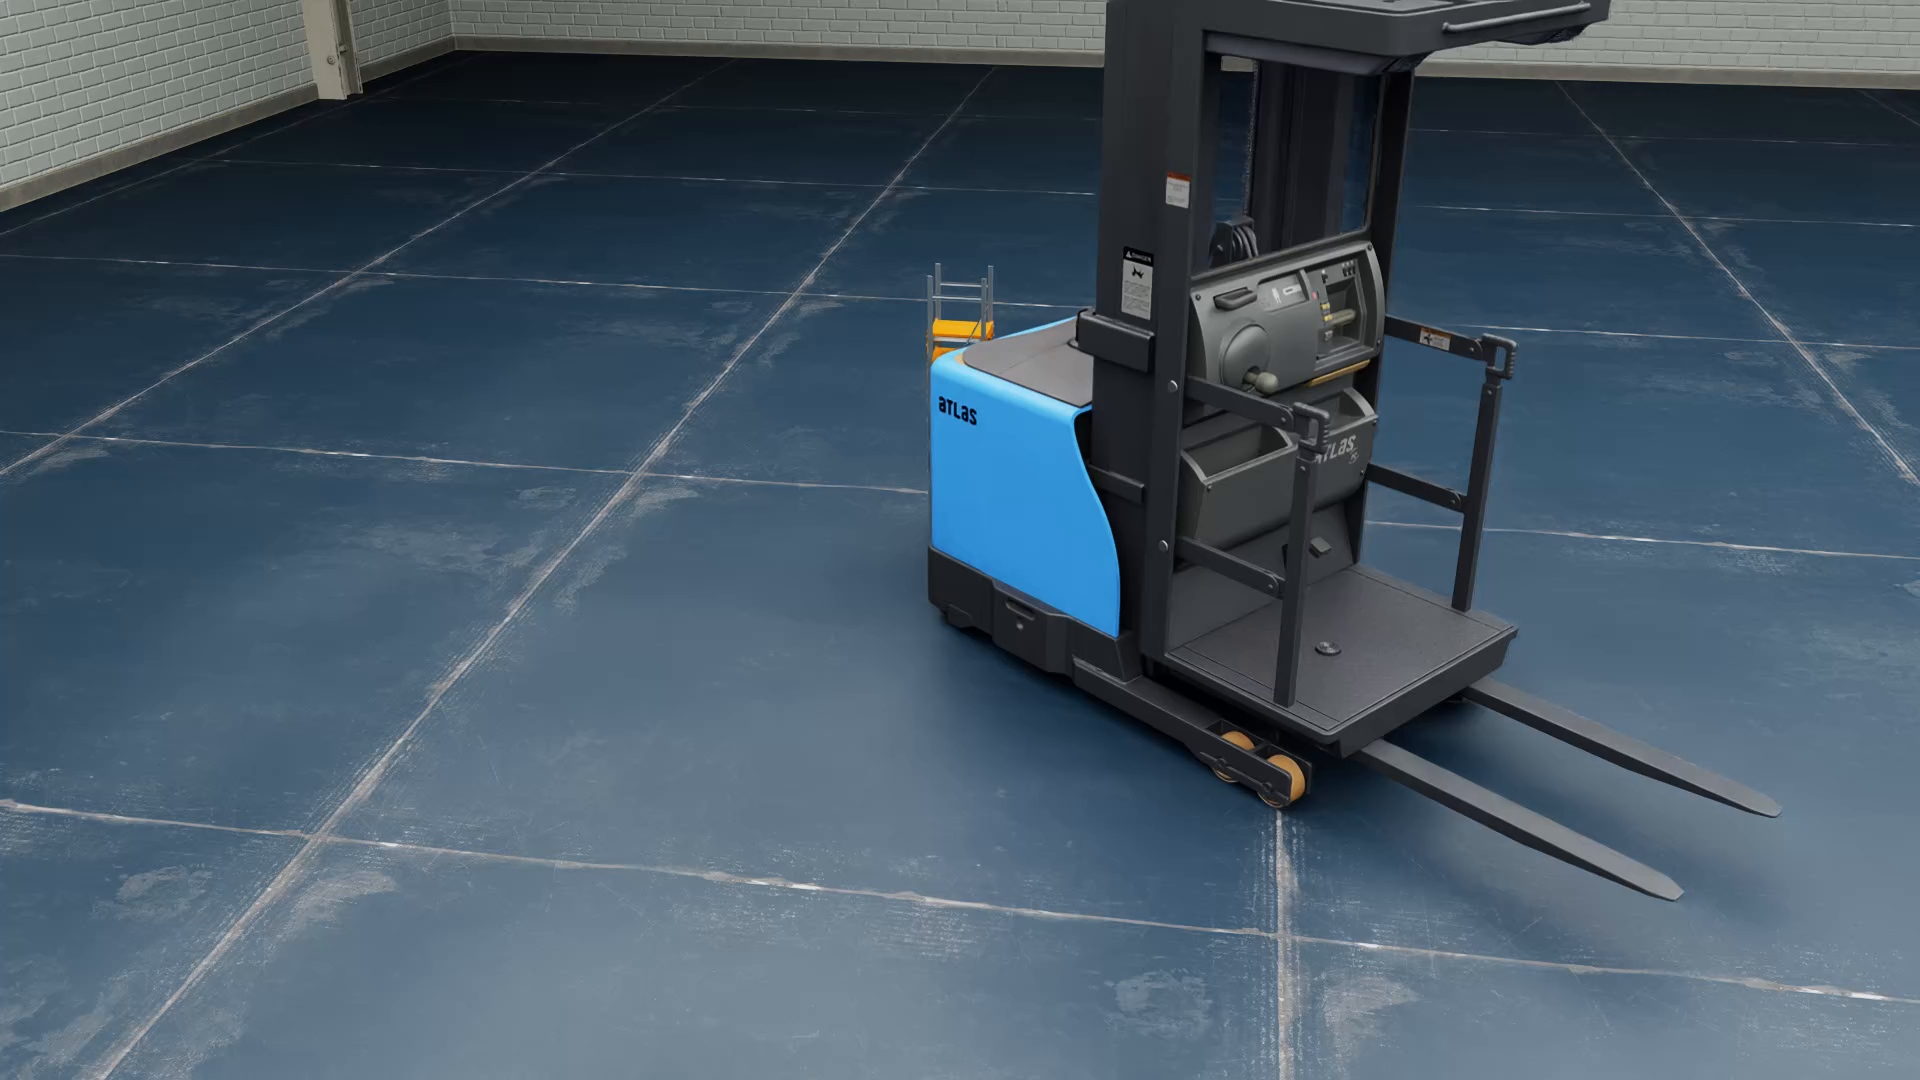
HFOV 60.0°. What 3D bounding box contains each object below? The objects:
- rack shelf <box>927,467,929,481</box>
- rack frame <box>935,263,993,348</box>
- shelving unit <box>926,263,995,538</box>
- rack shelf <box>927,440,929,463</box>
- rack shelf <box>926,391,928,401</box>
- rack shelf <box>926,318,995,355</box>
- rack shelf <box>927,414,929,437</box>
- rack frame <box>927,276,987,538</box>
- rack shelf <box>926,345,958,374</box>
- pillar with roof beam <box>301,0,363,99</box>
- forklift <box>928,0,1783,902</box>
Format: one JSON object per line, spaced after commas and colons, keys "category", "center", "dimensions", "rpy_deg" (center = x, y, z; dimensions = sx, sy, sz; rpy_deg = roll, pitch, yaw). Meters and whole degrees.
{"category": "rack shelf", "center": [0.002, -0.292, 7.129], "dimensions": [0.258, 0.103, 0.180], "rpy_deg": [4, 25, 9]}
{"category": "rack frame", "center": [0.017, -0.588, 7.090], "dimensions": [0.240, 1.200, 0.006], "rpy_deg": [4, 25, 9]}
{"category": "shelving unit", "center": [0.002, -0.549, 7.009], "dimensions": [0.258, 1.200, 0.189], "rpy_deg": [4, 25, 9]}
{"category": "rack shelf", "center": [0.002, -0.401, 7.078], "dimensions": [0.258, 0.103, 0.180], "rpy_deg": [4, 25, 9]}
{"category": "rack shelf", "center": [0.002, -0.618, 6.977], "dimensions": [0.258, 0.103, 0.180], "rpy_deg": [4, 25, 9]}
{"category": "rack shelf", "center": [0.002, -0.835, 6.875], "dimensions": [0.258, 0.103, 0.180], "rpy_deg": [4, 25, 9]}
{"category": "rack shelf", "center": [0.002, -0.509, 7.027], "dimensions": [0.258, 0.103, 0.180], "rpy_deg": [4, 25, 9]}
{"category": "rack frame", "center": [-0.013, -0.511, 6.927], "dimensions": [0.240, 1.200, 0.006], "rpy_deg": [4, 25, 9]}
{"category": "rack shelf", "center": [0.002, -0.727, 6.926], "dimensions": [0.258, 0.103, 0.180], "rpy_deg": [4, 25, 9]}
{"category": "pillar with roof beam", "center": [-2.056, -8.296, 14.360], "dimensions": [9.100, 9.000, 0.400], "rpy_deg": [4, 25, 9]}
{"category": "forklift", "center": [1.224, -0.704, 5.296], "dimensions": [1.130, 2.935, 3.031], "rpy_deg": [-20, 32, -37]}
